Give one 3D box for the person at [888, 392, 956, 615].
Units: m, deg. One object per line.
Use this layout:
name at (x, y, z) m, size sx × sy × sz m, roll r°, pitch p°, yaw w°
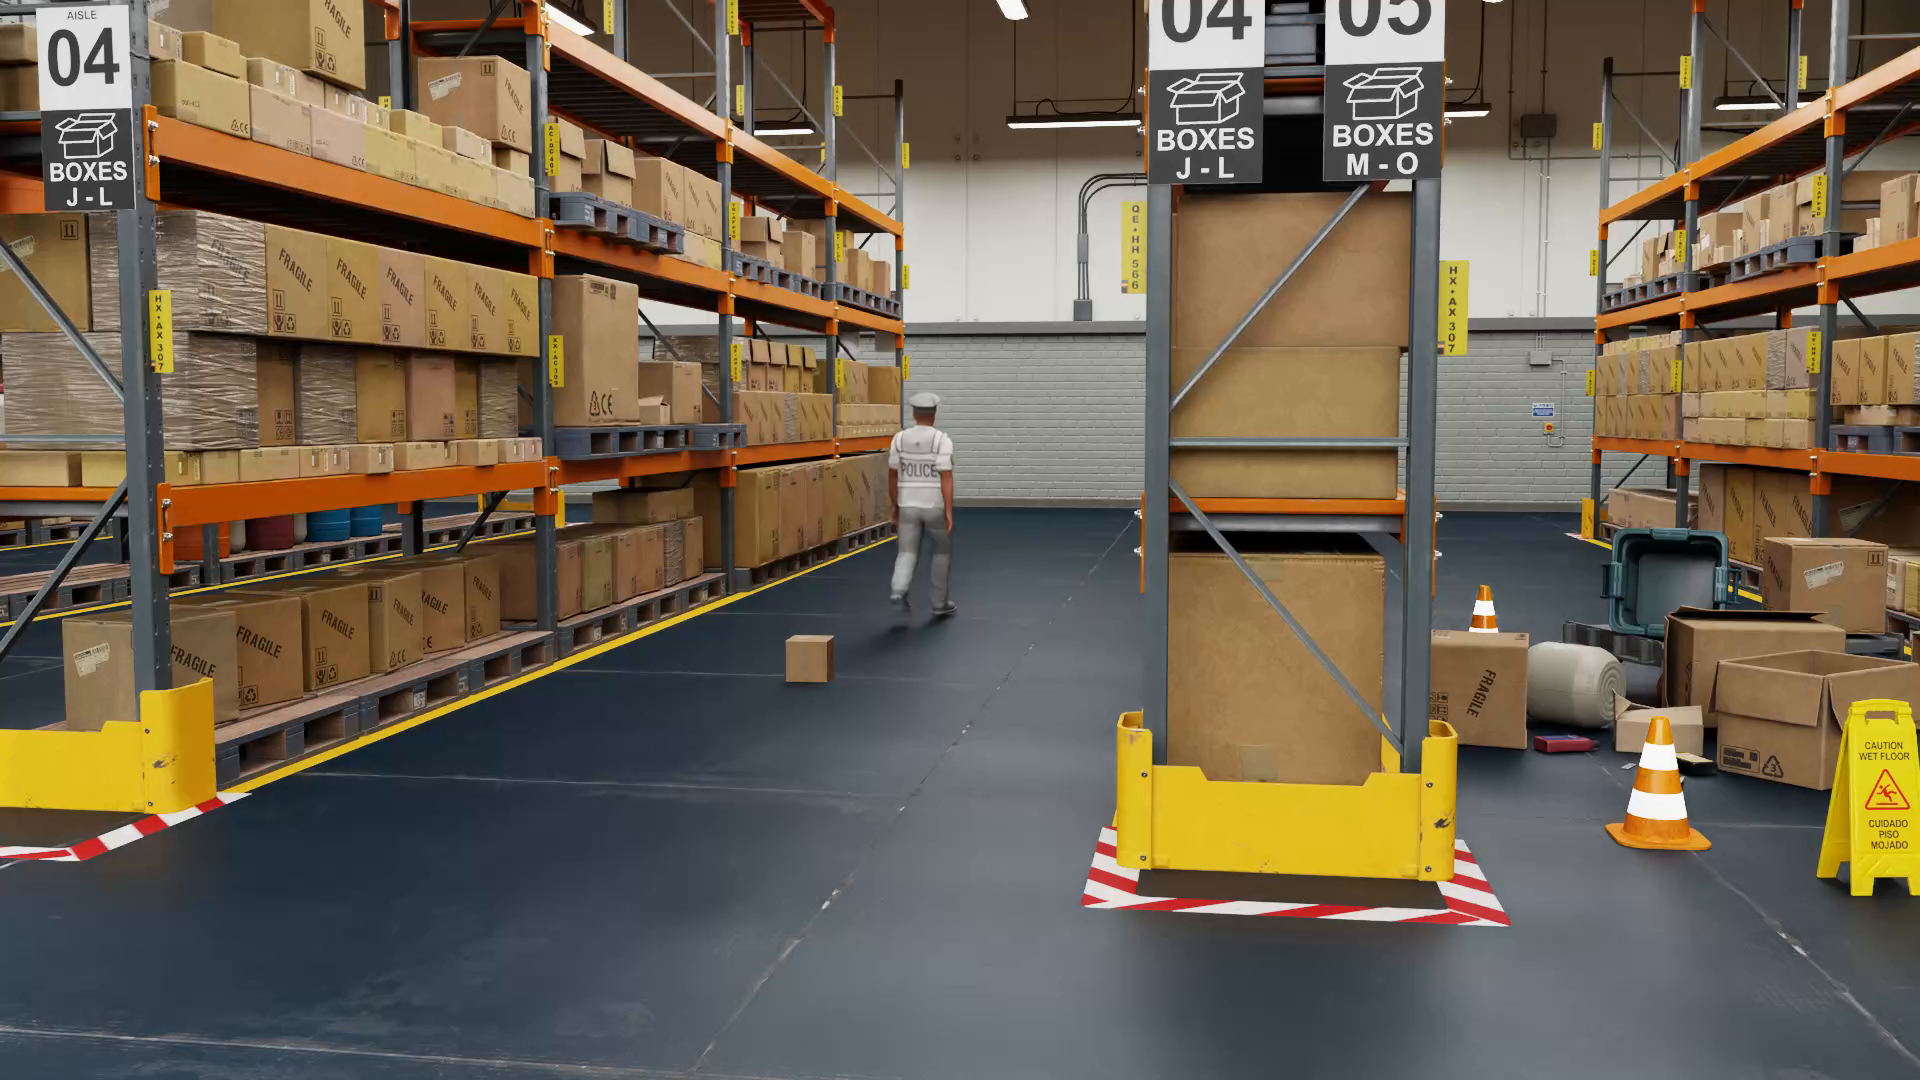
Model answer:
person at (-0.293, -0.268, 12.802) m, size 0.548 × 1.732 × 0.951 m, roll 1°, pitch 5°, yaw 14°
